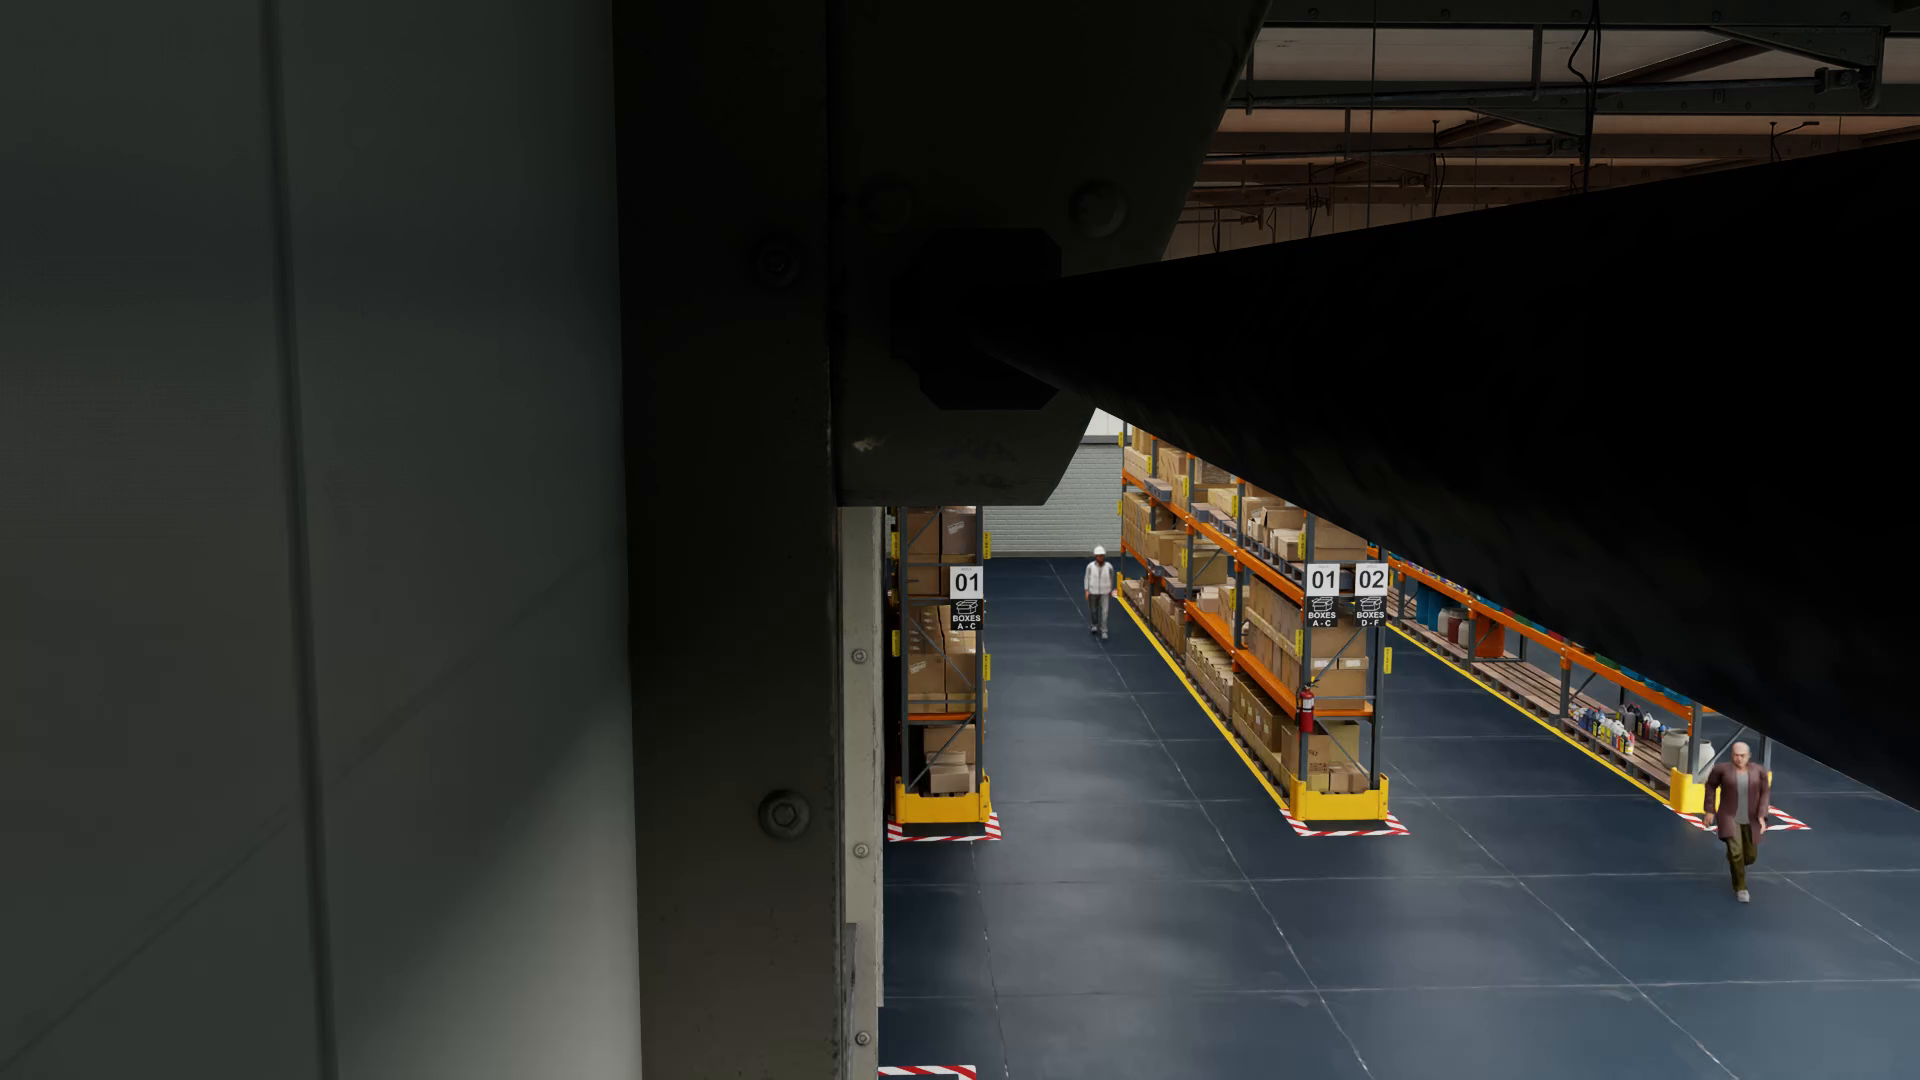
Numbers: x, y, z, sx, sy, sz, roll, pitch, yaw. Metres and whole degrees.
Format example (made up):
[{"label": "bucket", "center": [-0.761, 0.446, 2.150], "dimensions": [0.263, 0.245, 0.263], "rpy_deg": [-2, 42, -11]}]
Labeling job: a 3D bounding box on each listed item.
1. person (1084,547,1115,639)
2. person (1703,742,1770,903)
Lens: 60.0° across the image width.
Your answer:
[{"label": "person", "center": [2.676, 0.991, 31.861], "dimensions": [0.586, 1.712, 1.069], "rpy_deg": [0, 8, 1]}, {"label": "person", "center": [8.400, 2.985, 17.998], "dimensions": [0.620, 1.695, 0.849], "rpy_deg": [1, 8, 9]}]
